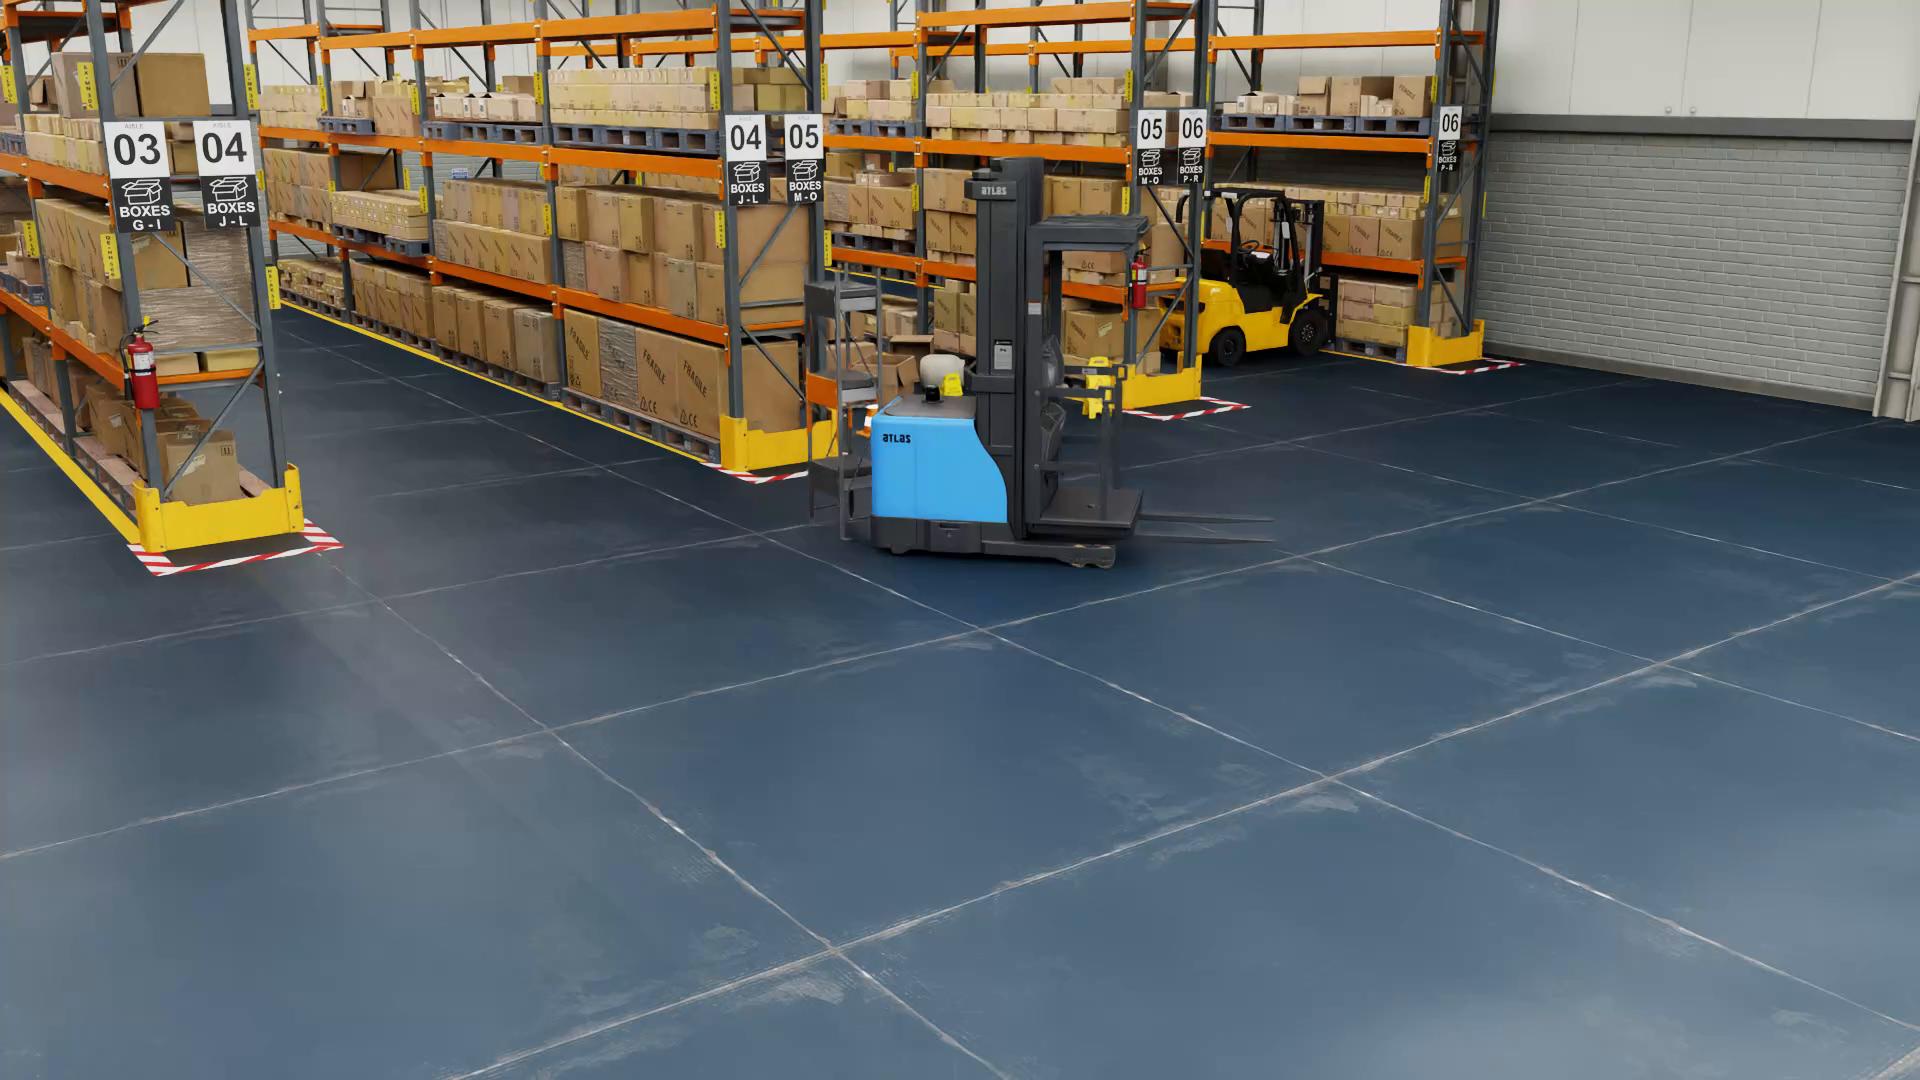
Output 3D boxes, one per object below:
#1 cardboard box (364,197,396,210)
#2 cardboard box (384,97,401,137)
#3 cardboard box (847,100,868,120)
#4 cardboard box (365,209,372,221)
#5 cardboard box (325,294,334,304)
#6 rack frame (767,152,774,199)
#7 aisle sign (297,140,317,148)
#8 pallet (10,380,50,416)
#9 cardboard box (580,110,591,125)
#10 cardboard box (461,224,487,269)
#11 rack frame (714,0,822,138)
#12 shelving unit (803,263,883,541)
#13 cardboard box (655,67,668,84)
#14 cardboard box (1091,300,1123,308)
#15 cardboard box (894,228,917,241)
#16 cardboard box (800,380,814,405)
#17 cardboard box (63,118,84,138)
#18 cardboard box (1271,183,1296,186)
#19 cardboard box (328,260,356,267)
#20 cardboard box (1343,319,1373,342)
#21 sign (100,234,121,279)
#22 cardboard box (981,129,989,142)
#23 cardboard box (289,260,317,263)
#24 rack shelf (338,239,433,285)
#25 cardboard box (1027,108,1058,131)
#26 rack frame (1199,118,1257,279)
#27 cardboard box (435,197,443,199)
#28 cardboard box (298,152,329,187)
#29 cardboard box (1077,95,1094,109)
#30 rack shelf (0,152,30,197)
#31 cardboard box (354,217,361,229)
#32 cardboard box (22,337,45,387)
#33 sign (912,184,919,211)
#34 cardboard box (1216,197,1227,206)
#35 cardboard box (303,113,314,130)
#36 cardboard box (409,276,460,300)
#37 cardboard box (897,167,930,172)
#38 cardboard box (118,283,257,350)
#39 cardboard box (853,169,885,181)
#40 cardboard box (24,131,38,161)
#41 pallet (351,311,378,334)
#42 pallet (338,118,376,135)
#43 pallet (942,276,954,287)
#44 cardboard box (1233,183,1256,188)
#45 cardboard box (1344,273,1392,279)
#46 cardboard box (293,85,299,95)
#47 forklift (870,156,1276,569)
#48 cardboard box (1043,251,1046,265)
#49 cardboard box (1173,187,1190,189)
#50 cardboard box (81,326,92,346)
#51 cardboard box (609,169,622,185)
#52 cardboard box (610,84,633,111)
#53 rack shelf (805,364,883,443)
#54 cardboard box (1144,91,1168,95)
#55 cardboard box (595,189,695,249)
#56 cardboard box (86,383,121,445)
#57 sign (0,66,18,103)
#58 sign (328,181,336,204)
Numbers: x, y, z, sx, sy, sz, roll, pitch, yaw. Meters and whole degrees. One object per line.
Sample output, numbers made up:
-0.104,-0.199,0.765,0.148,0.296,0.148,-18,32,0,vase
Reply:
-7.979,-4.644,22.914,0.380,0.149,0.250,-10,18,-33,cardboard box
-7.255,-5.592,21.954,0.500,0.500,0.500,-11,19,-35,cardboard box
-1.166,-5.743,22.183,0.500,0.250,0.500,-11,19,-34,cardboard box
-7.981,-4.500,22.951,0.380,0.149,0.250,-11,19,-36,cardboard box
-9.560,-3.737,25.653,0.380,0.149,0.250,-12,19,-36,cardboard box
-2.465,-4.700,24.565,1.000,3.000,0.127,-11,19,-35,rack frame
-10.914,-6.934,27.805,0.394,0.787,0.004,-11,19,-35,aisle sign
-10.023,-1.649,18.703,1.003,0.211,1.213,-11,19,-35,pallet
-3.672,-4.340,17.058,0.380,0.149,0.250,-11,19,-35,cardboard box
-5.767,-3.604,20.374,0.500,0.500,0.500,-11,19,-35,cardboard box
-1.706,-5.095,14.646,1.000,3.000,0.127,-11,19,-35,rack frame
-0.911,-1.092,13.087,0.431,2.100,0.503,-10,18,-33,shelving unit
-2.628,-4.345,15.568,0.380,0.149,0.250,-10,18,-34,cardboard box
1.663,-2.561,19.742,0.500,0.500,0.500,-12,19,-37,cardboard box
-0.639,-3.994,21.667,0.380,0.149,0.250,-11,19,-34,cardboard box
-1.557,-1.656,18.623,0.396,0.266,0.258,-7,17,-25,cardboard box
-6.952,-3.310,13.334,0.380,0.149,0.250,-12,19,-37,cardboard box
4.612,-4.986,23.628,0.380,0.149,0.250,-11,19,-35,cardboard box
-10.140,-4.496,27.297,0.380,0.149,0.250,-12,19,-37,cardboard box
5.435,-2.798,22.030,0.500,0.250,0.500,-11,19,-35,cardboard box
-6.238,-2.082,12.210,0.100,0.325,0.005,-11,19,-35,sign
0.479,-4.848,19.900,0.380,0.149,0.250,-12,19,-36,cardboard box
-10.821,-4.528,27.415,0.380,0.149,0.250,-10,18,-34,cardboard box
-7.585,-3.990,23.335,1.077,0.370,4.000,-11,19,-35,rack shelf
1.116,-4.794,18.950,0.500,0.250,0.500,-10,18,-33,cardboard box
3.900,-4.617,24.262,1.000,3.000,0.127,-11,19,-35,rack frame
-7.141,-4.631,22.868,0.380,0.149,0.250,-10,18,-32,cardboard box
-9.854,-5.717,25.636,0.500,0.500,0.500,-10,18,-33,cardboard box
1.516,-4.841,18.364,0.380,0.149,0.250,-11,19,-35,cardboard box
-9.305,-3.834,17.084,1.077,0.370,4.000,-11,19,-35,rack shelf
-8.294,-4.469,23.404,0.380,0.149,0.250,-12,19,-37,cardboard box
-10.071,-2.028,18.706,0.700,0.500,0.500,-12,19,-37,cardboard box
-0.560,-4.317,20.974,0.100,0.325,0.005,-11,19,-35,sign
3.874,-4.869,23.766,0.380,0.149,0.250,-11,19,-35,cardboard box
-9.553,-6.310,25.050,0.500,0.250,0.500,-11,19,-35,cardboard box
-7.024,-3.374,22.240,0.500,0.250,0.500,-11,19,-36,cardboard box
-0.701,-6.438,29.931,0.700,0.500,0.500,-10,18,-33,cardboard box
-6.078,-1.767,13.096,0.875,0.500,0.500,-11,19,-35,cardboard box
-1.275,-5.101,23.255,0.380,0.149,0.250,-12,19,-37,cardboard box
-8.072,-3.546,14.952,0.500,0.250,0.500,-12,19,-37,cardboard box
-8.302,-3.253,24.561,1.003,0.211,1.213,-11,19,-35,pallet
-7.872,-5.751,23.079,1.213,0.211,1.003,-11,19,-35,pallet
0.426,-4.552,29.306,1.003,0.211,1.213,-11,19,-35,pallet
4.088,-4.968,23.564,0.380,0.149,0.250,-11,19,-34,cardboard box
5.540,-3.468,22.584,0.500,0.250,0.500,-11,19,-35,cardboard box
-9.948,-6.868,25.389,0.380,0.149,0.250,-11,19,-35,cardboard box
0.886,-1.353,12.469,3.031,2.935,1.130,3,16,10,forklift
1.115,-3.471,19.324,0.500,0.500,0.500,-11,19,-35,cardboard box
3.438,-5.257,25.181,0.380,0.149,0.250,-11,19,-35,cardboard box
-7.353,-1.775,14.357,0.380,0.149,0.250,-11,19,-35,cardboard box
-5.609,-6.252,28.153,0.500,0.500,0.500,-11,19,-35,cardboard box
-3.103,-4.353,16.353,0.500,0.250,0.500,-11,19,-34,cardboard box
-0.911,-1.078,13.090,0.431,0.518,0.480,-10,18,-33,rack shelf
2.826,-6.552,24.835,0.500,0.311,0.500,-12,19,-36,cardboard box
-3.245,-3.329,17.226,0.875,0.550,0.550,-11,19,-35,cardboard box
-7.926,-1.213,15.764,0.500,0.500,0.500,-12,19,-36,cardboard box
-8.576,-4.107,14.991,0.100,0.325,0.005,-11,19,-35,sign
-9.196,-5.096,24.372,0.100,0.325,0.005,-11,19,-35,sign
